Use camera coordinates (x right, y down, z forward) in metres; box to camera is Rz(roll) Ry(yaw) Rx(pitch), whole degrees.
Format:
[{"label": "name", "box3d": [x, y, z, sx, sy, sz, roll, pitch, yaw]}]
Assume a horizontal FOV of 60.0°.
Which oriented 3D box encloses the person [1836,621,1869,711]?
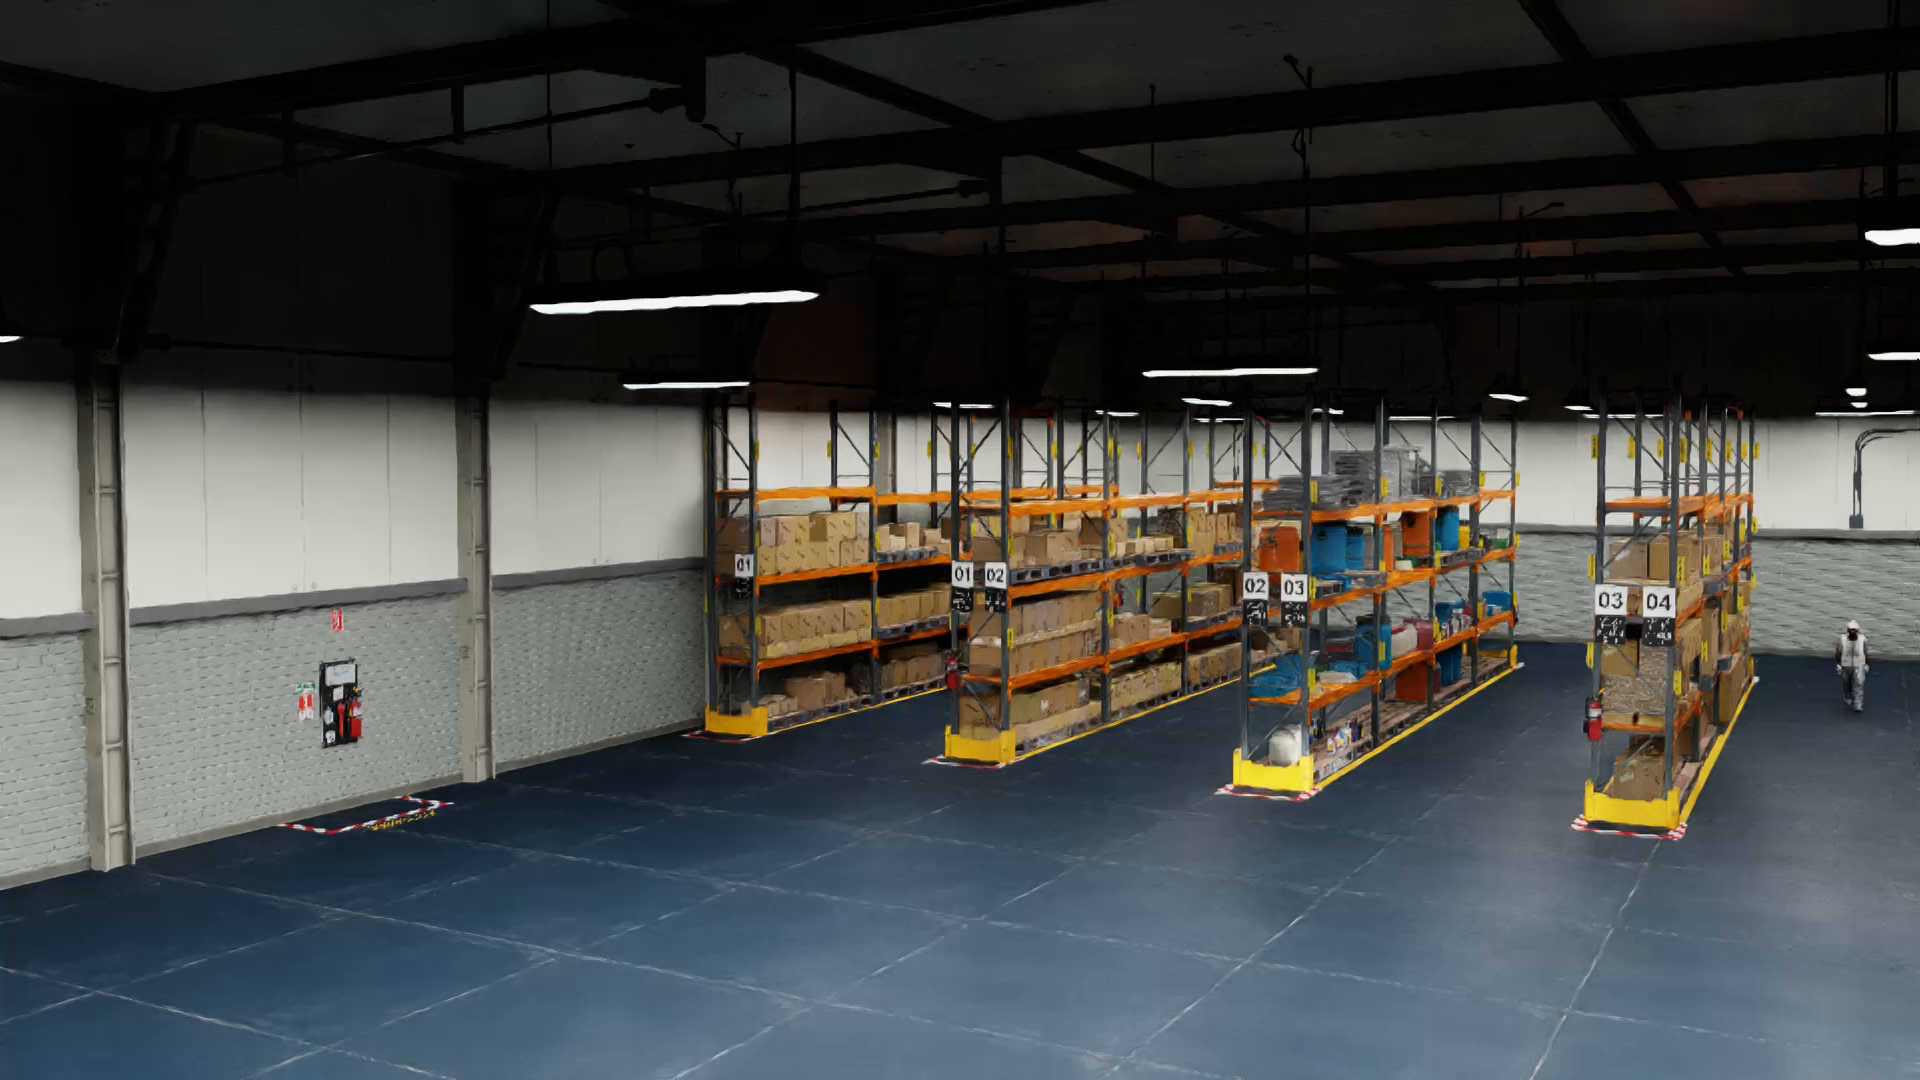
[{"label": "person", "box3d": [17.207, 2.404, 32.082, 0.566, 1.704, 1.122, 2, 4, 31]}]
